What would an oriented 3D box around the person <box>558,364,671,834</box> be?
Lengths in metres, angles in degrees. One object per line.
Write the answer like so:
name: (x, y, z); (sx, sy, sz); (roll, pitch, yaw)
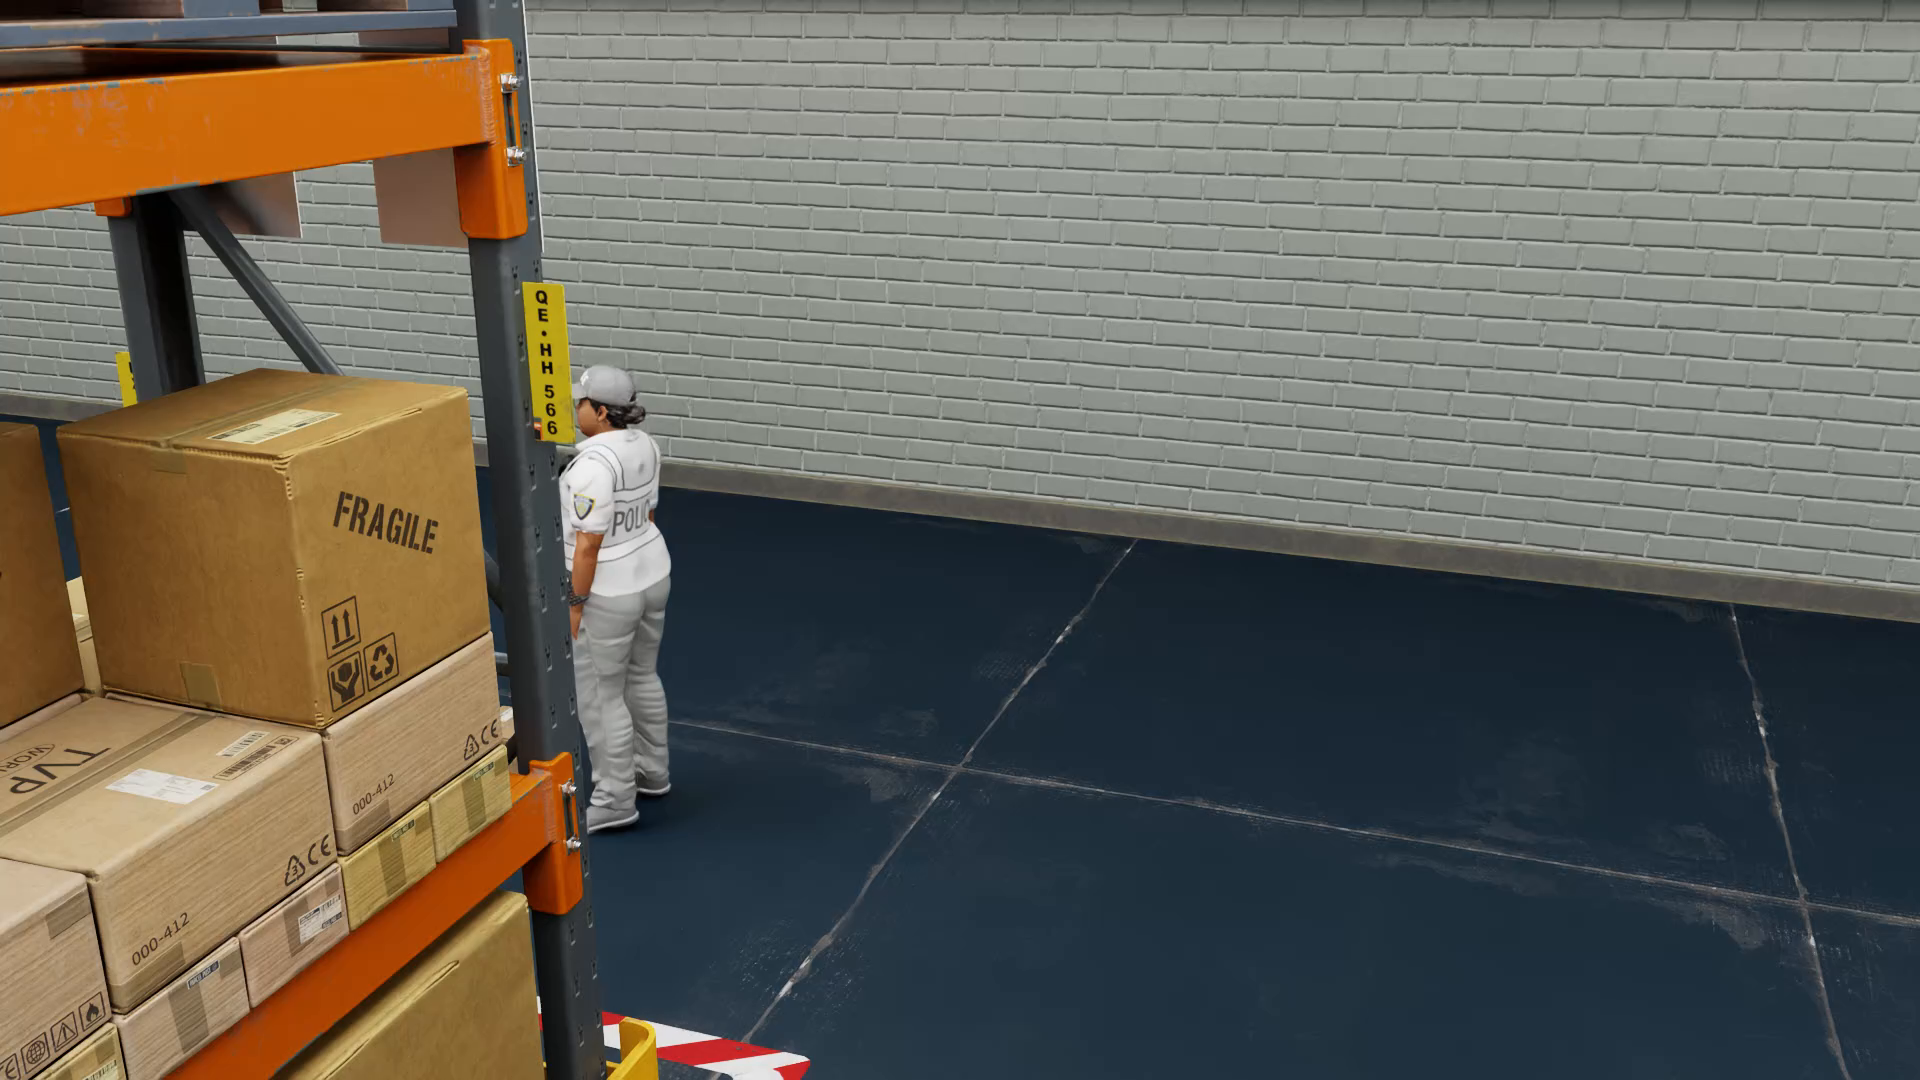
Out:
person: (-1.266, 0.203, 5.965); (0.359, 1.684, 0.524); (7, 20, 19)
